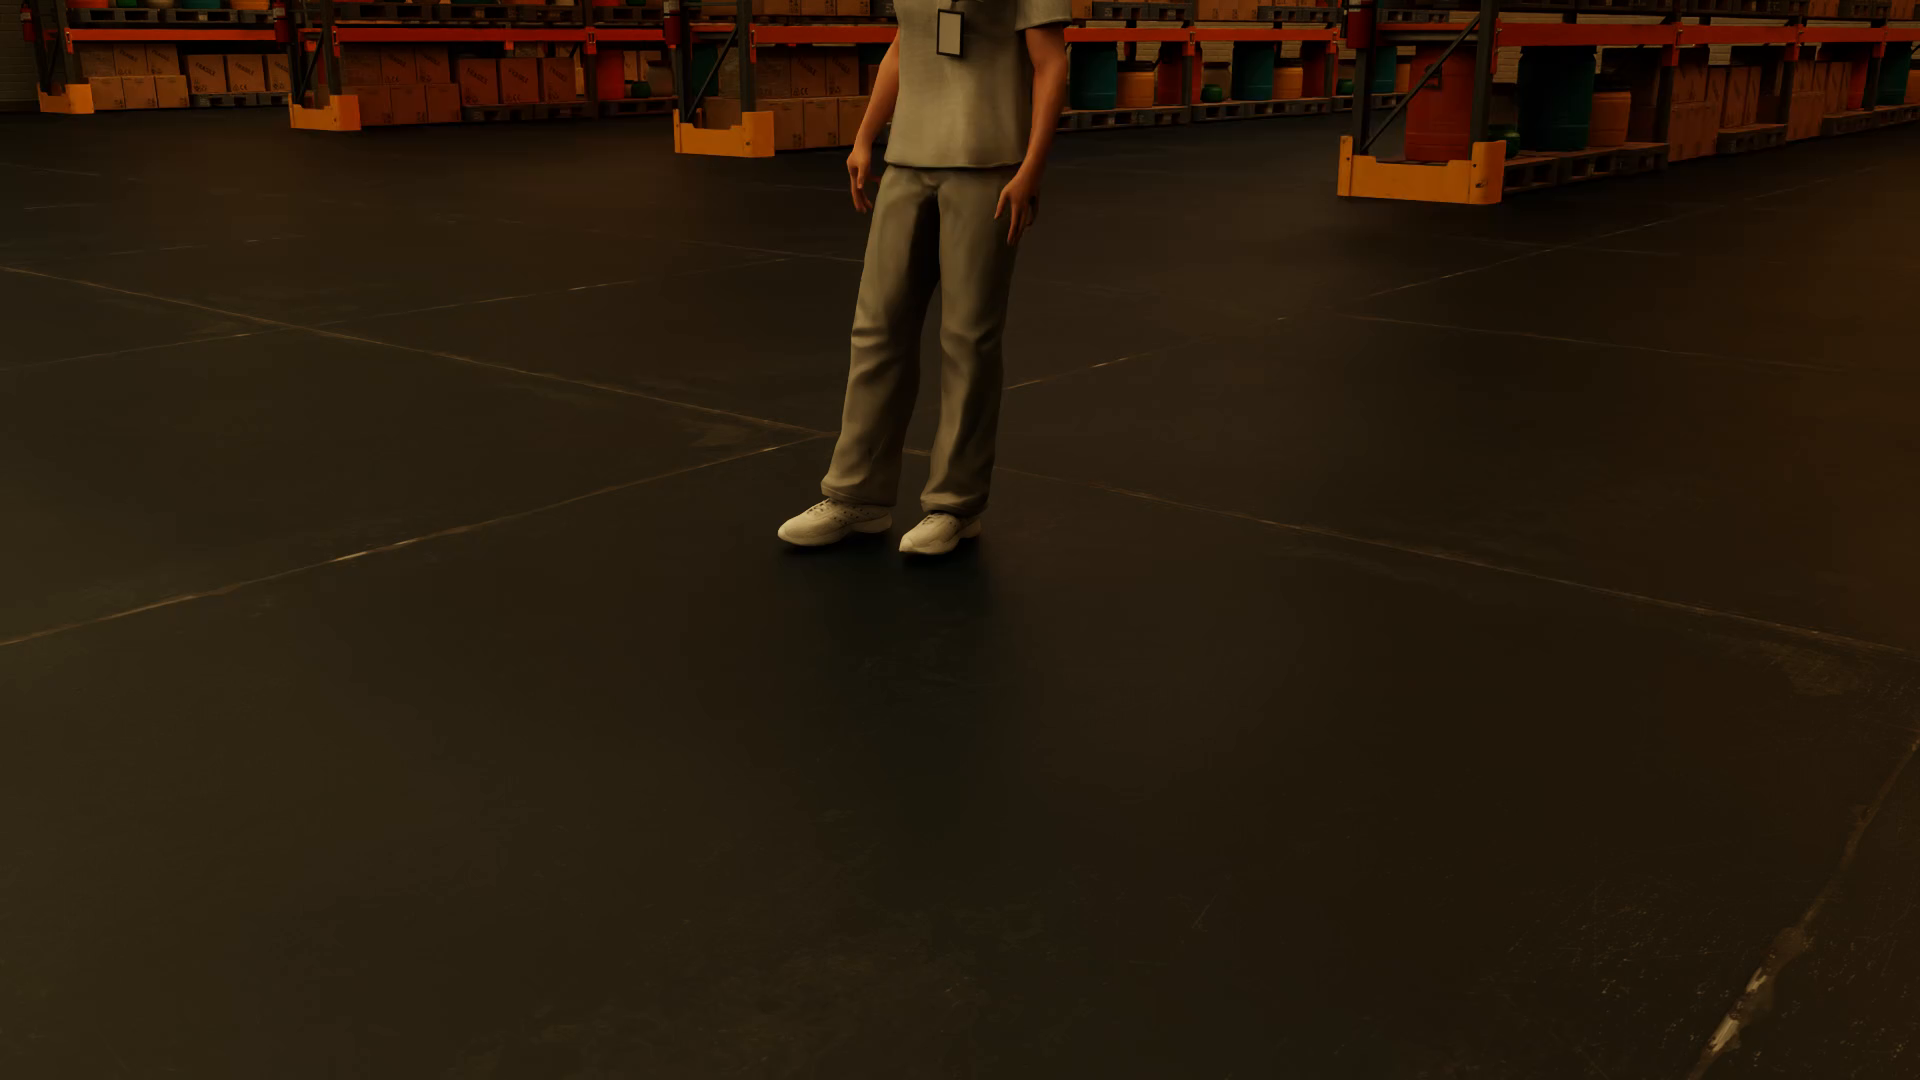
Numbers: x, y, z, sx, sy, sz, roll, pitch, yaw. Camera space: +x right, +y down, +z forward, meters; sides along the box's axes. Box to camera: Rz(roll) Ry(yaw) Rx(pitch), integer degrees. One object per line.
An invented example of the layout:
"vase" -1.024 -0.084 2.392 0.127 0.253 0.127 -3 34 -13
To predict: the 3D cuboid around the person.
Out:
"person" -0.058 -0.795 3.650 0.549 1.673 0.548 13 21 37
